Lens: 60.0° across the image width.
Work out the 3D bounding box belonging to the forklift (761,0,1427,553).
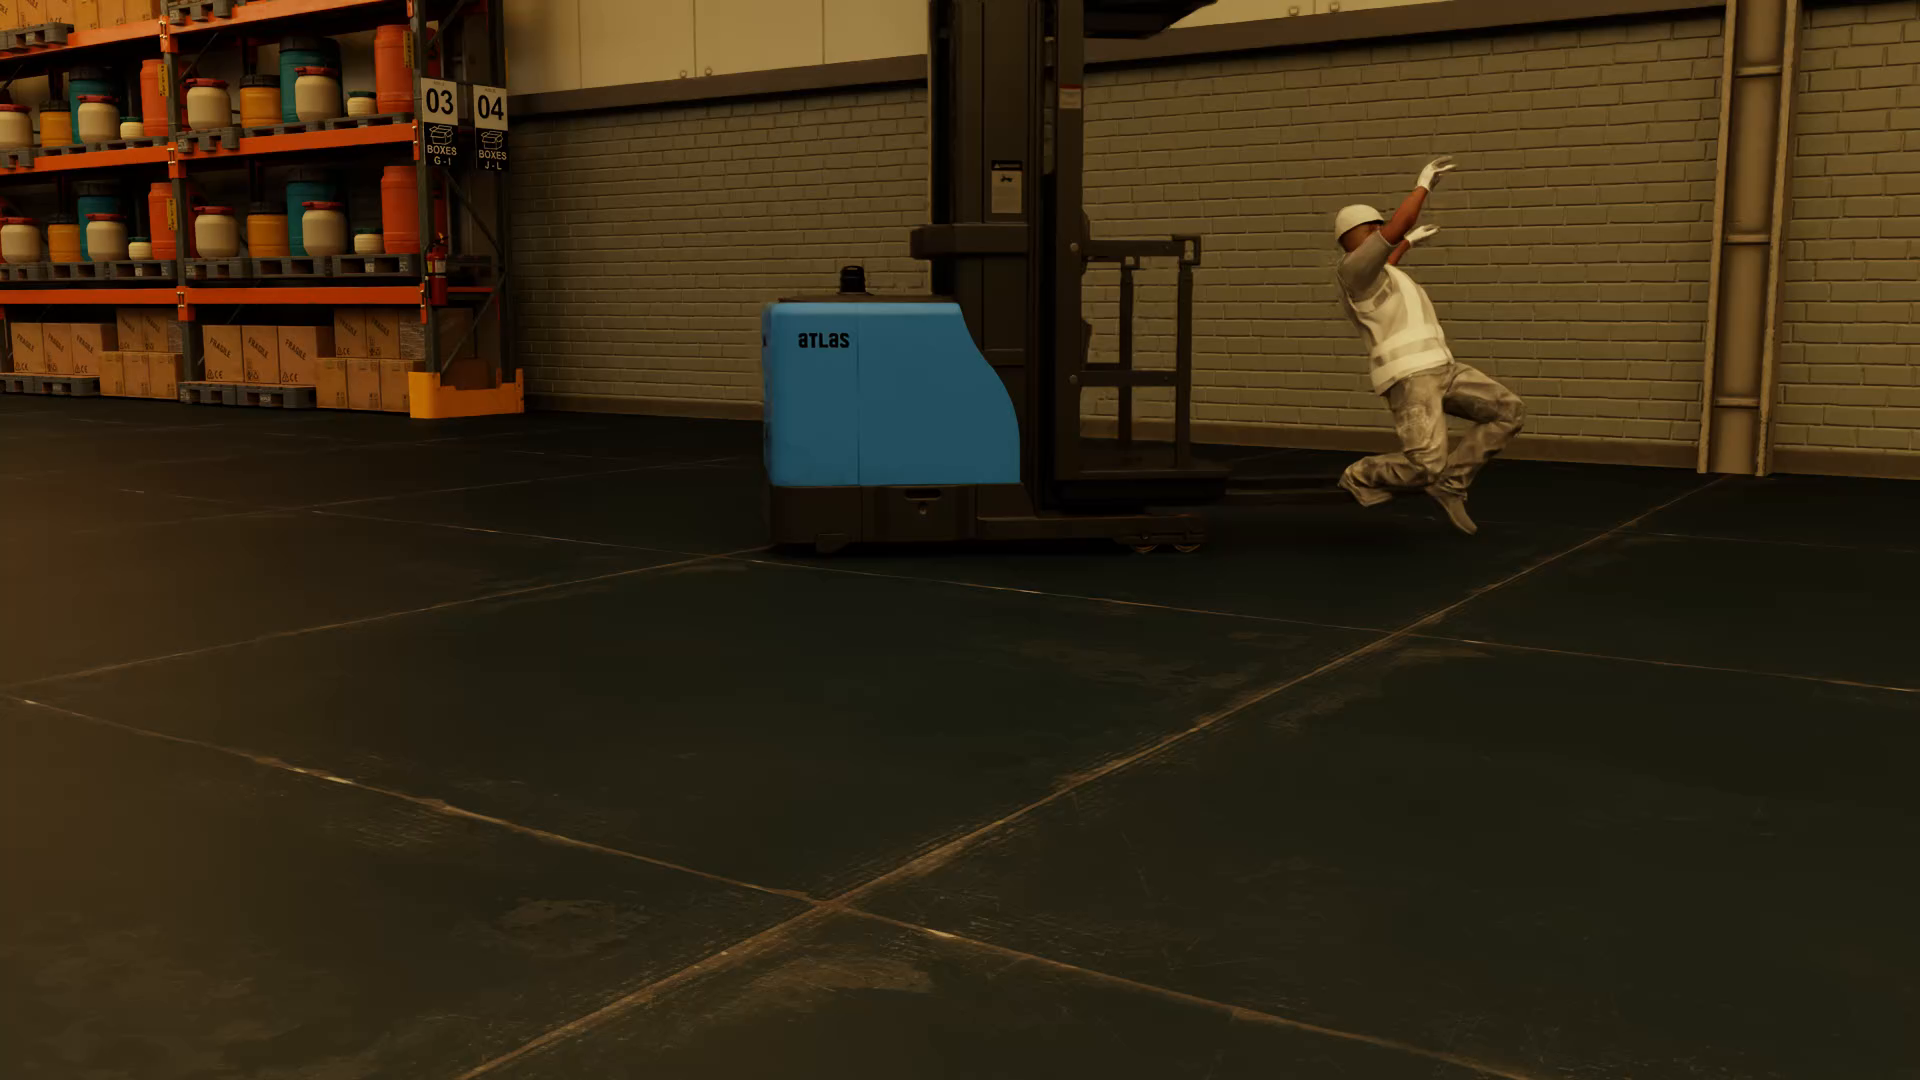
[{"bbox_3d":[0.625,-1.468,7.515,3.031,2.935,1.130,-1,8,-9],"label":"forklift"}]

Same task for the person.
[{"bbox_3d":[2.153,-0.859,7.530,0.831,1.663,1.139,5,10,34],"label":"person"}]
